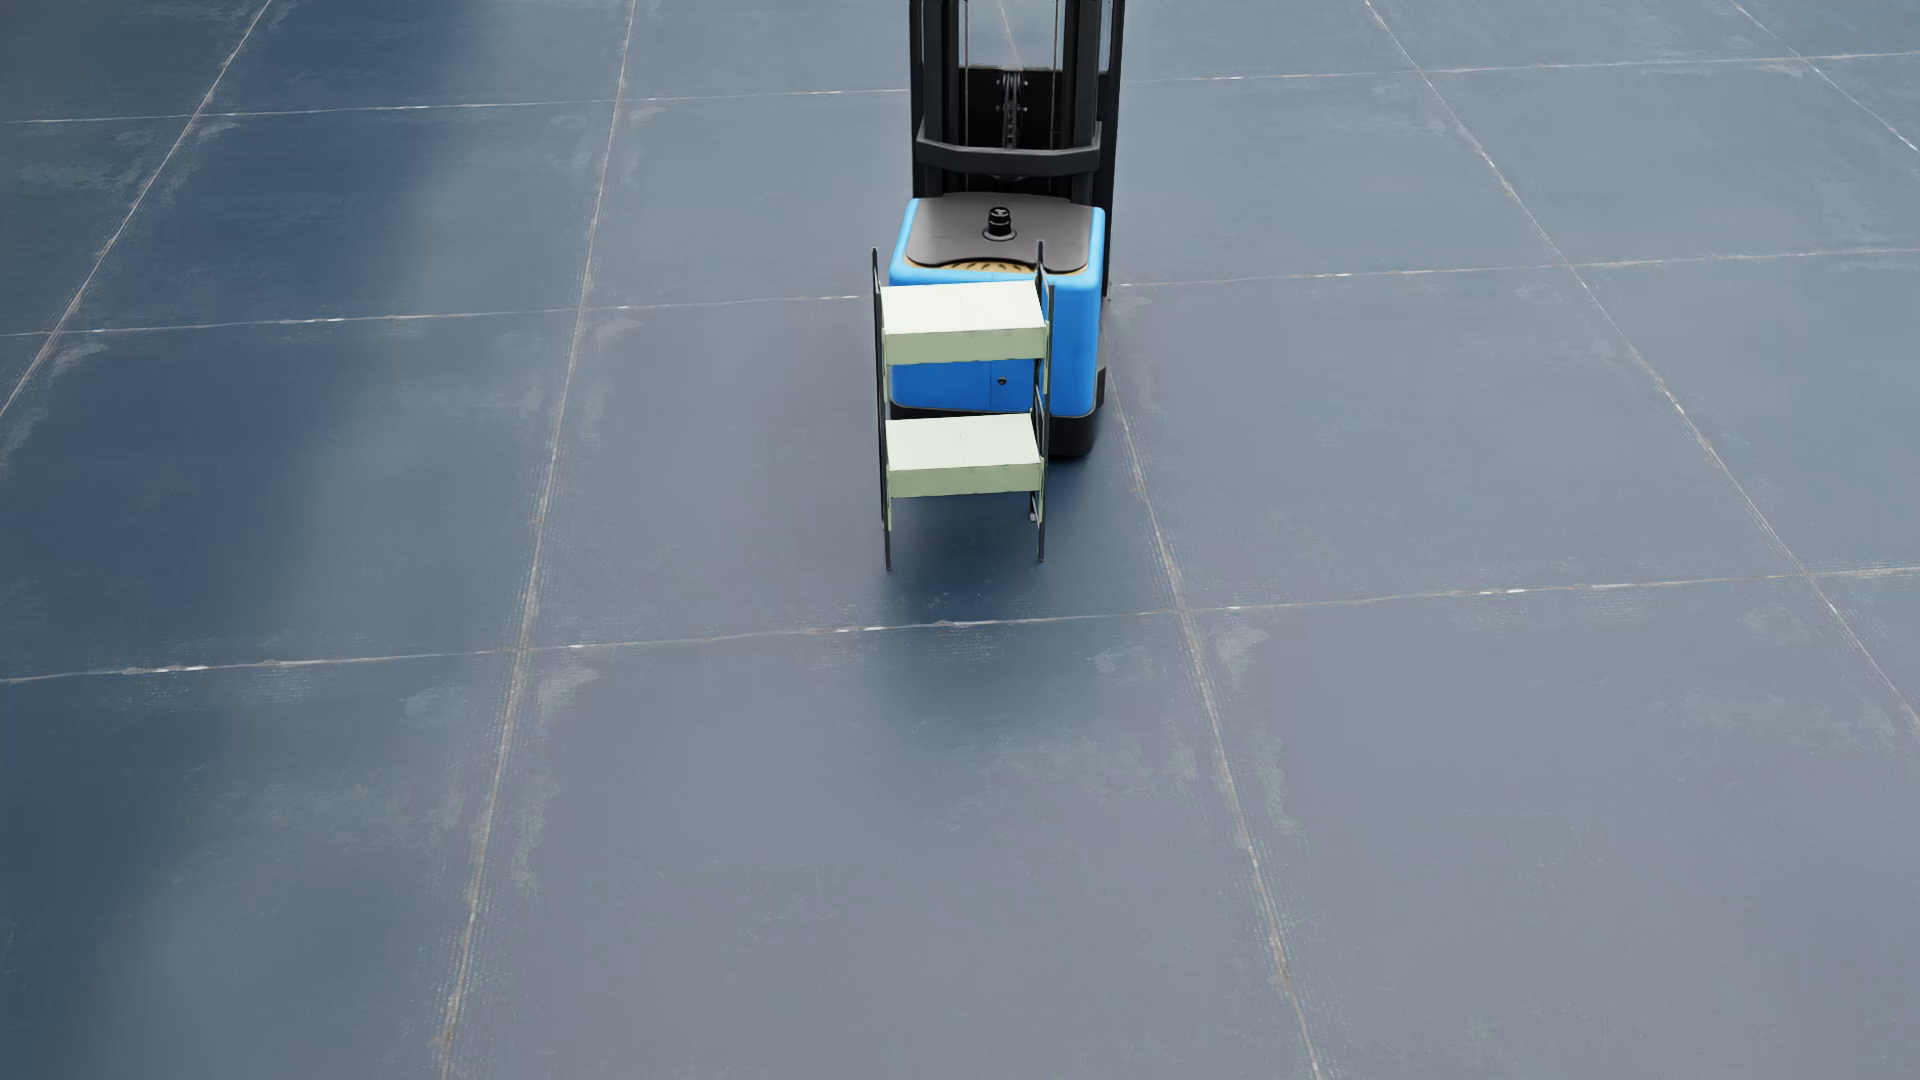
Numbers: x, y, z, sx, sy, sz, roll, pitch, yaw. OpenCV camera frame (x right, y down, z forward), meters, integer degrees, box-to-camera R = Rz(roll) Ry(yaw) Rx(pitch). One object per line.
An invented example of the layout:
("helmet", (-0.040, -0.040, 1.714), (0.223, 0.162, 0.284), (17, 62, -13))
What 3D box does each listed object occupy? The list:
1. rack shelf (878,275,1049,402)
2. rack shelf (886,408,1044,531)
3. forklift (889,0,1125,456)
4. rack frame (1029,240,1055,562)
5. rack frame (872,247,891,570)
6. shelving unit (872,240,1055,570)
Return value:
("rack shelf", (0.007, -0.896, 7.366), (0.720, 0.370, 0.431), (-3, 38, -4))
("rack shelf", (0.007, -0.333, 7.810), (0.720, 0.370, 0.431), (-3, 38, -4))
("forklift", (0.313, -2.482, 8.852), (1.130, 2.935, 3.031), (4, 38, 5))
("rack frame", (0.371, -0.609, 7.633), (0.023, 1.500, 0.400), (-3, 38, -4))
("rack frame", (-0.358, -0.569, 7.582), (0.023, 1.500, 0.400), (-3, 38, -4))
("shelving unit", (0.007, -0.589, 7.608), (0.755, 1.500, 0.431), (-3, 38, -4))
